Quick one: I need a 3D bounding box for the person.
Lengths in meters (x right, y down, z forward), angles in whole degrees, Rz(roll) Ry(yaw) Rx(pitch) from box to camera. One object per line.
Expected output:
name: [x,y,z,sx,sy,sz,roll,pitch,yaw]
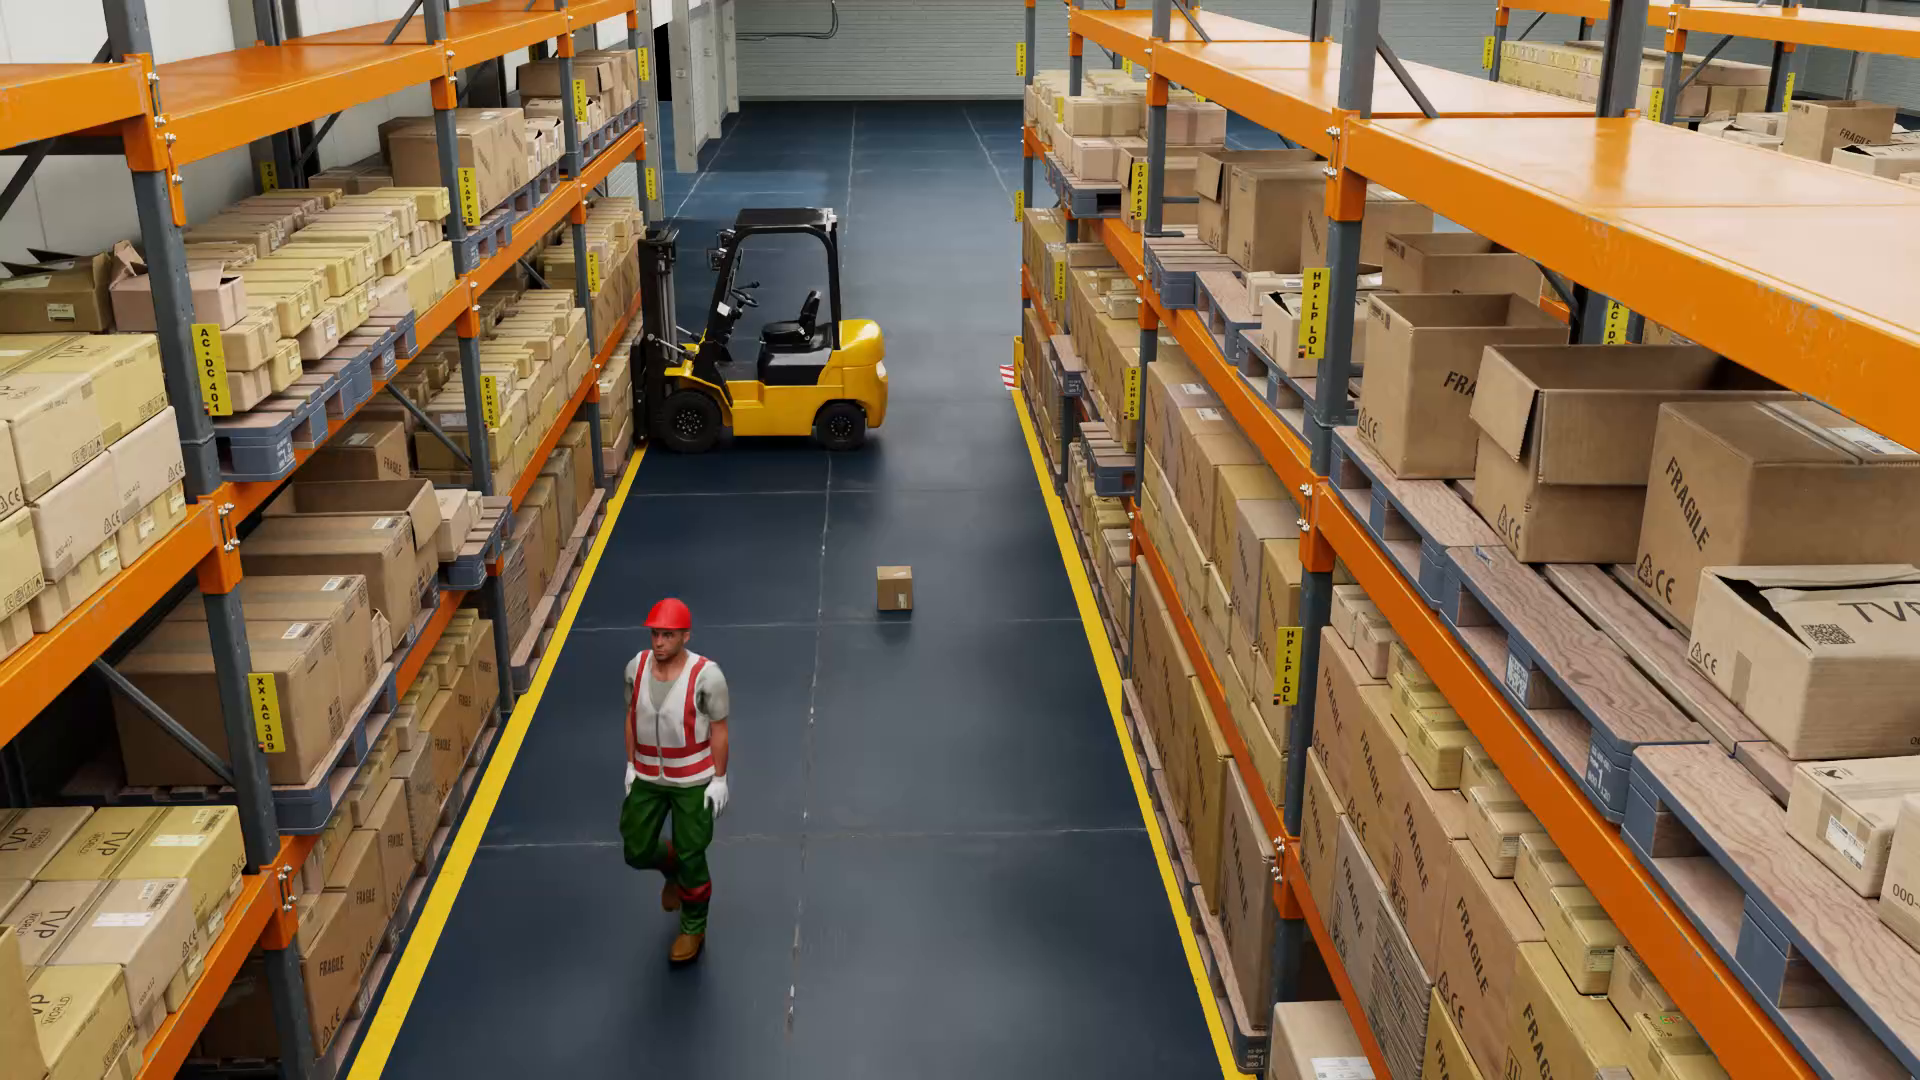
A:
person: [-1.345,1.115,7.938,0.541,1.784,0.560,5,21,14]
